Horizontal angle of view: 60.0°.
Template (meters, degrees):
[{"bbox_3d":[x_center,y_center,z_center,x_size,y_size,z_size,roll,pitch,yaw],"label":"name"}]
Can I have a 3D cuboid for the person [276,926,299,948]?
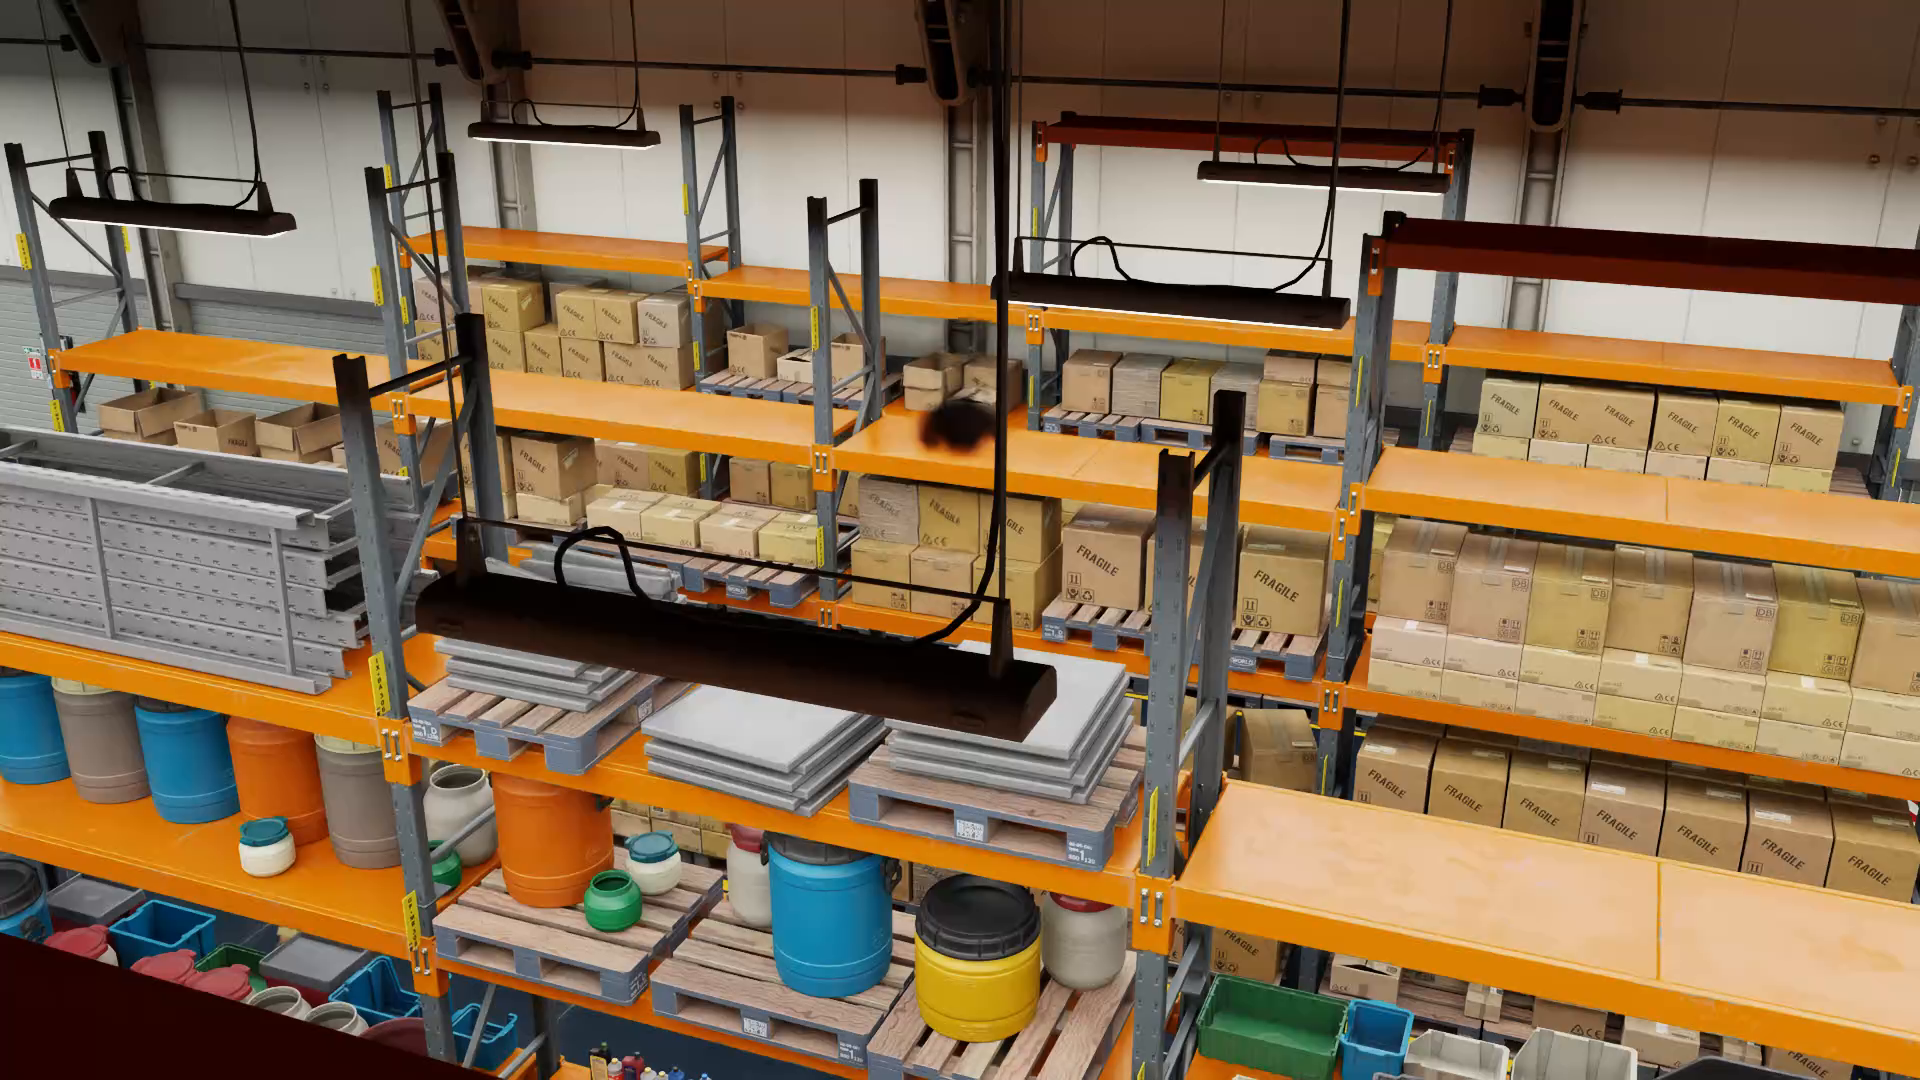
[{"bbox_3d":[-4.572,3.043,11.966,0.603,1.648,0.933,-10,23,-24],"label":"person"}]
